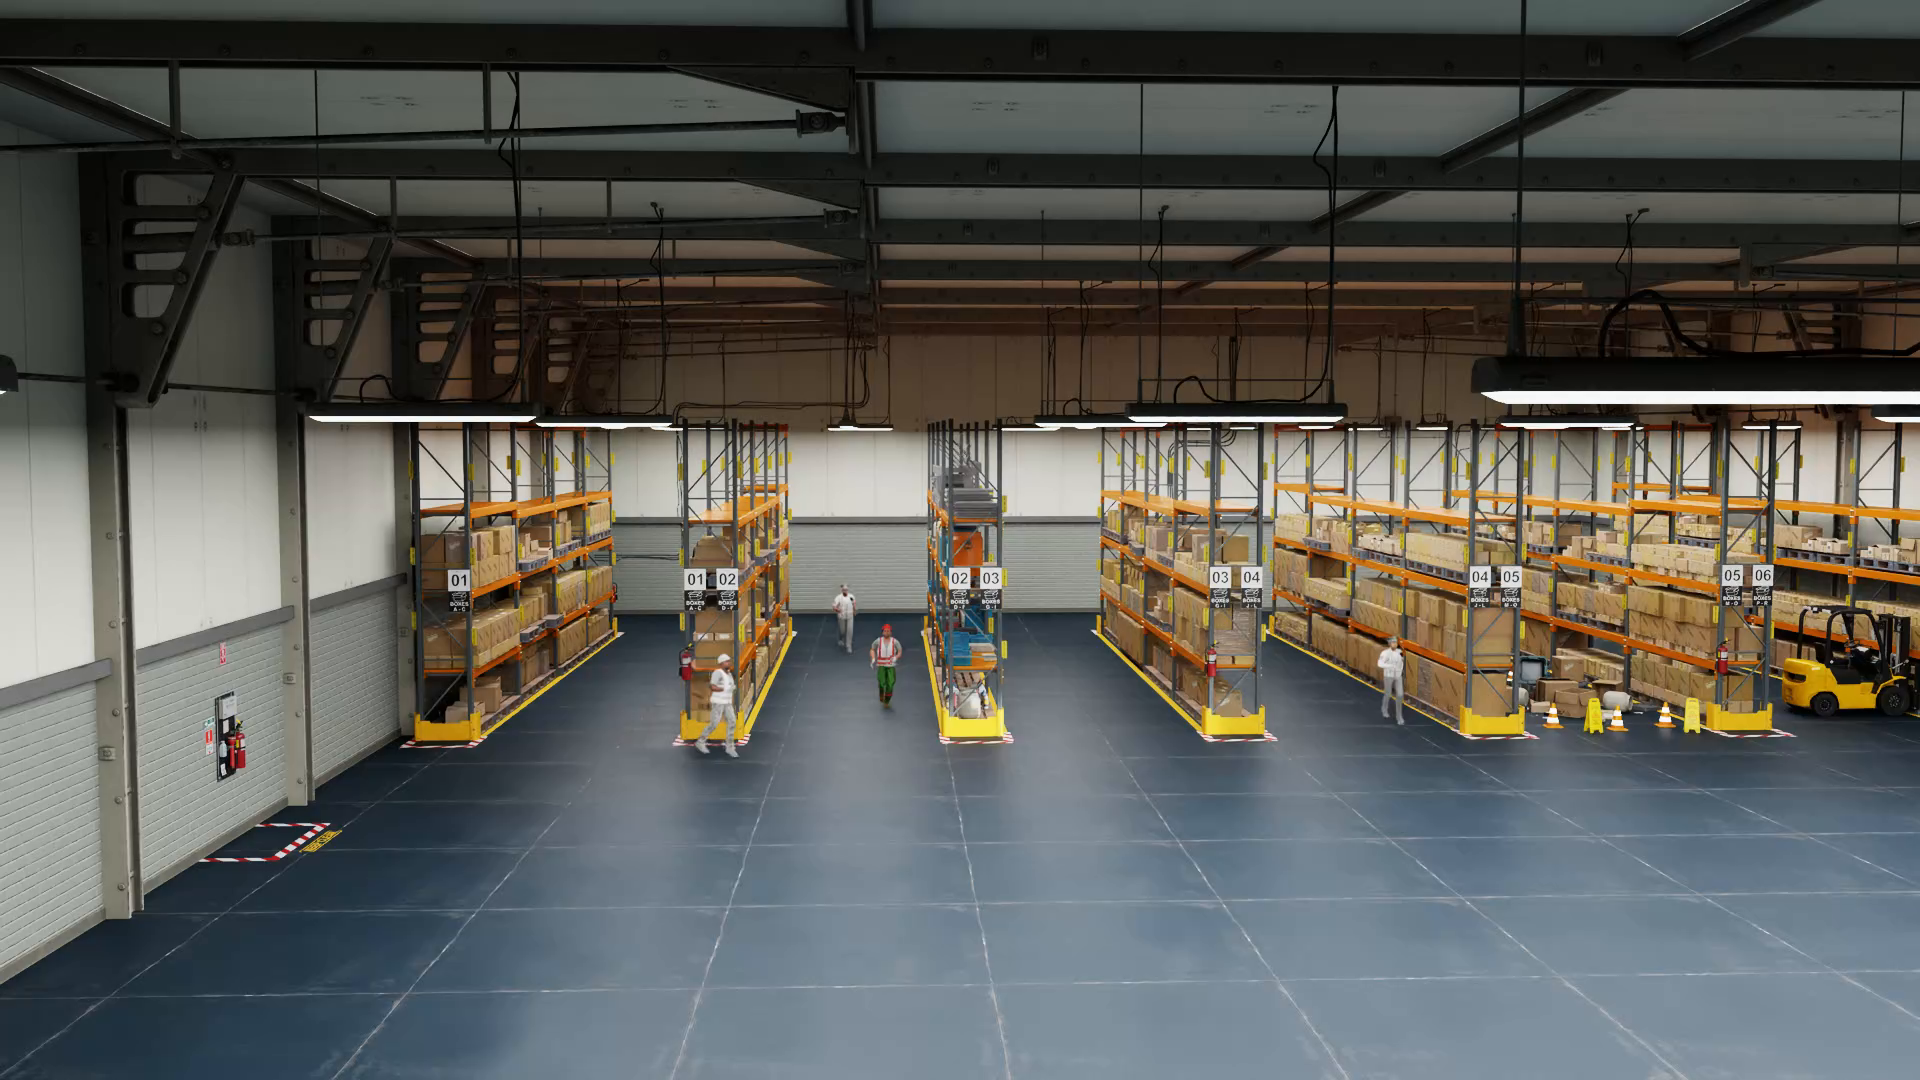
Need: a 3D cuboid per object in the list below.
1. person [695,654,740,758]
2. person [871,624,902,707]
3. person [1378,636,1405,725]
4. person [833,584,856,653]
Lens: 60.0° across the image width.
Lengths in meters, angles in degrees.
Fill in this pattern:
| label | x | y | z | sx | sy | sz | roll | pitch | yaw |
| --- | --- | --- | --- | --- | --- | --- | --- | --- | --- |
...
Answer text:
| label | x | y | z | sx | sy | sz | roll | pitch | yaw |
| --- | --- | --- | --- | --- | --- | --- | --- | --- | --- |
| person | -4.258 | 2.939 | 29.559 | 0.838 | 1.826 | 0.672 | 2 | 4 | 23 |
| person | -1.528 | 2.633 | 34.657 | 0.665 | 1.737 | 0.582 | 0 | 4 | -4 |
| person | 8.576 | 2.754 | 33.026 | 0.604 | 1.717 | 0.854 | 0 | 4 | -3 |
| person | -3.021 | 2.042 | 43.802 | 0.664 | 1.790 | 0.944 | -1 | 4 | -15 |
